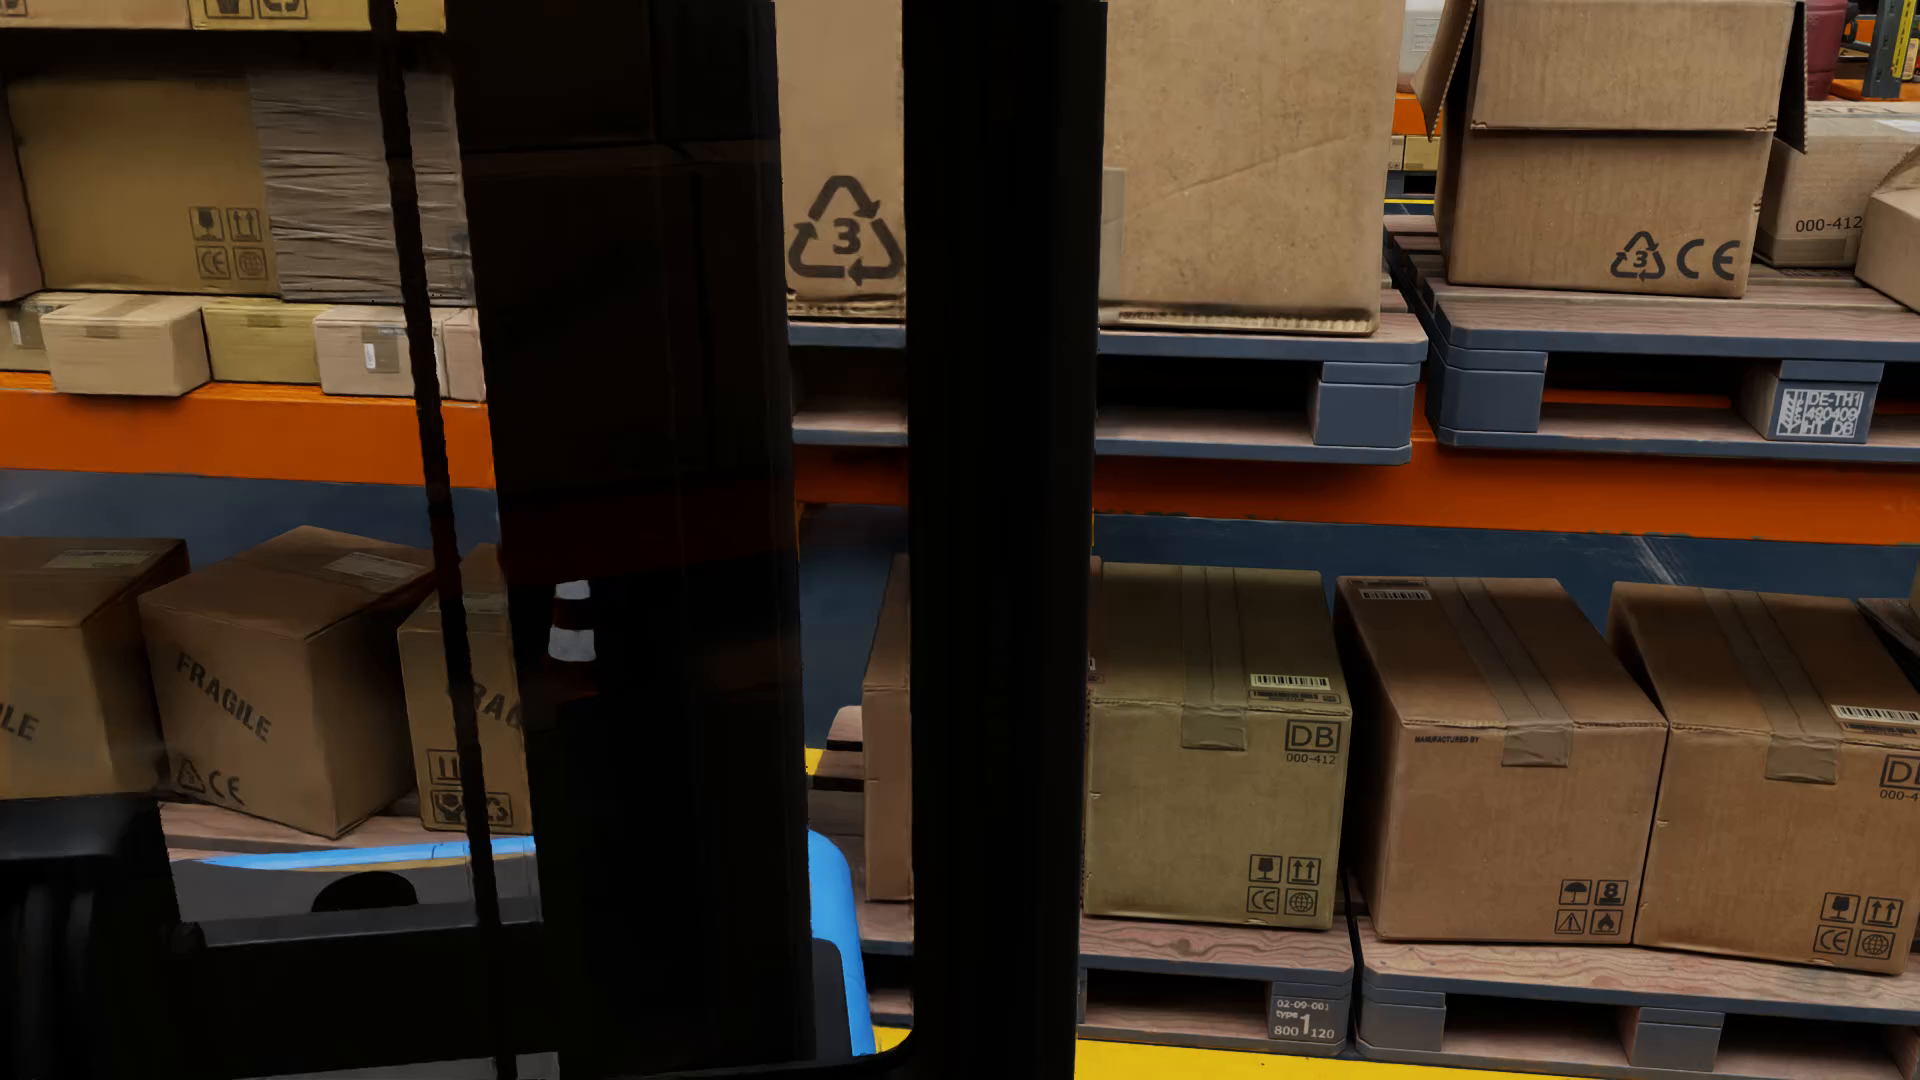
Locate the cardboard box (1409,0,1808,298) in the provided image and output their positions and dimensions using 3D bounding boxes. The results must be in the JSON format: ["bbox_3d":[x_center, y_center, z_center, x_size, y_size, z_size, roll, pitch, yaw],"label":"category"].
[{"bbox_3d":[1.192,-0.803,3.180,0.637,0.503,0.797,5,22,12],"label":"cardboard box"}]

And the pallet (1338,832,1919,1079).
[{"bbox_3d":[1.448,0.781,3.678,1.213,0.211,1.003,2,22,6],"label":"pallet"}]

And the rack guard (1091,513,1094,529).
[{"bbox_3d":[0.419,-0.098,5.848,0.087,0.250,0.587,2,22,6],"label":"rack guard"}]

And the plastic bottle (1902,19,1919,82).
[{"bbox_3d":[4.467,-2.320,7.888,0.133,0.283,0.061,2,22,6],"label":"plastic bottle"}]

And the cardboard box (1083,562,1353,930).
[{"bbox_3d":[0.539,0.419,3.603,0.500,0.500,0.700,2,22,6],"label":"cardboard box"}]

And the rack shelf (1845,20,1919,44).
[{"bbox_3d":[6.588,-3.624,12.004,4.000,0.370,1.077,2,22,6],"label":"rack shelf"}]

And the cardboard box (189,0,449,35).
[{"bbox_3d":[-1.019,-1.170,2.919,0.500,0.500,0.500,2,22,6],"label":"cardboard box"}]

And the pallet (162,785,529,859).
[{"bbox_3d":[-1.211,0.679,3.934,1.213,0.211,1.003,2,22,6],"label":"pallet"}]

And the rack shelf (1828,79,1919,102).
[{"bbox_3d":[6.001,-1.815,7.430,4.000,0.370,1.077,2,22,6],"label":"rack shelf"}]

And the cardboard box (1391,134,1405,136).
[{"bbox_3d":[3.035,-3.198,12.355,0.500,0.311,0.500,2,22,6],"label":"cardboard box"}]

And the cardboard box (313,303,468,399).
[{"bbox_3d":[-1.035,-0.401,3.215,0.250,0.149,0.380,2,22,6],"label":"cardboard box"}]

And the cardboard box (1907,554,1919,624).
[{"bbox_3d":[2.235,0.144,3.278,0.500,0.250,0.500,5,22,12],"label":"cardboard box"}]

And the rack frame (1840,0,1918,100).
[{"bbox_3d":[4.015,-2.236,7.517,0.127,3.000,1.000,2,22,6],"label":"rack frame"}]

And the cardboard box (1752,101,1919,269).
[{"bbox_3d":[1.795,-0.710,3.289,0.500,0.250,0.500,2,22,5],"label":"cardboard box"}]

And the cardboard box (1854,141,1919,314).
[{"bbox_3d":[1.744,-0.534,2.823,0.258,0.266,0.396,2,22,5],"label":"cardboard box"}]

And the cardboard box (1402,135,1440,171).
[{"bbox_3d":[3.538,-2.916,12.405,0.500,0.250,0.500,2,22,6],"label":"cardboard box"}]

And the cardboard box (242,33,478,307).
[{"bbox_3d":[-0.980,-0.828,3.414,0.500,0.500,0.875,2,22,6],"label":"cardboard box"}]

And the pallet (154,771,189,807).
[{"bbox_3d":[-2.426,0.628,4.065,1.213,0.211,1.003,2,22,6],"label":"pallet"}]

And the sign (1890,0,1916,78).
[{"bbox_3d":[3.957,-2.111,6.978,0.005,0.325,0.100,2,22,6],"label":"sign"}]

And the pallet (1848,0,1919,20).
[{"bbox_3d":[6.533,-3.873,11.918,1.213,0.211,1.003,2,22,6],"label":"pallet"}]

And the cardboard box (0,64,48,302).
[{"bbox_3d":[-1.980,-0.847,3.463,0.500,0.500,0.875,2,22,6],"label":"cardboard box"}]

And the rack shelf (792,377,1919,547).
[{"bbox_3d":[1.446,-0.180,3.294,4.000,0.370,1.077,2,22,6],"label":"rack shelf"}]

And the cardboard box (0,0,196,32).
[{"bbox_3d":[-1.516,-1.191,2.972,0.500,0.500,0.500,2,22,6],"label":"cardboard box"}]

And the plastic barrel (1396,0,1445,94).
[{"bbox_3d":[2.125,-2.301,7.495,0.433,0.535,0.433,0,22,0],"label":"plastic barrel"}]

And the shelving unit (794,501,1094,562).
[{"bbox_3d":[-0.076,-0.701,5.672,1.083,1.500,0.587,2,22,6],"label":"shelving unit"}]

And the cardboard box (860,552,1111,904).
[{"bbox_3d":[0.067,0.391,3.672,0.500,0.500,0.700,1,22,2],"label":"cardboard box"}]

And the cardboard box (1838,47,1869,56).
[{"bbox_3d":[8.492,-4.857,16.497,0.750,0.750,0.750,3,22,7],"label":"cardboard box"}]

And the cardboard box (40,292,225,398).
[{"bbox_3d":[-1.538,-0.403,3.222,0.250,0.149,0.380,2,22,6],"label":"cardboard box"}]

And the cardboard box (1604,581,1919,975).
[{"bbox_3d":[1.648,0.467,3.481,0.500,0.500,0.700,4,22,11],"label":"cardboard box"}]

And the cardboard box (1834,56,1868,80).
[{"bbox_3d":[6.631,-3.437,12.336,0.500,0.250,0.500,2,22,5],"label":"cardboard box"}]

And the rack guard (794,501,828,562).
[{"bbox_3d":[-0.570,-0.141,5.957,0.087,0.250,0.587,2,22,6],"label":"rack guard"}]

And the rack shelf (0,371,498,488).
[{"bbox_3d":[-2.526,-0.353,3.732,4.000,0.370,1.077,2,22,6],"label":"rack shelf"}]

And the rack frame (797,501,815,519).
[{"bbox_3d":[-0.590,-0.723,5.729,0.032,1.500,0.500,2,22,6],"label":"rack frame"}]

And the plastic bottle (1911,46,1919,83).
[{"bbox_3d":[4.579,-2.271,7.874,0.097,0.201,0.097,0,22,0],"label":"plastic bottle"}]

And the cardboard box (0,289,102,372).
[{"bbox_3d":[-1.771,-0.462,3.371,0.250,0.149,0.380,2,22,6],"label":"cardboard box"}]

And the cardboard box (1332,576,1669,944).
[{"bbox_3d":[1.094,0.443,3.542,0.500,0.500,0.700,1,22,2],"label":"cardboard box"}]

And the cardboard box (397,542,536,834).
[{"bbox_3d":[-0.933,0.334,3.844,0.500,0.500,0.500,2,22,5],"label":"cardboard box"}]

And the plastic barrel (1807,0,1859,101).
[{"bbox_3d":[3.519,-2.209,7.263,0.708,0.536,0.600,2,22,6],"label":"plastic barrel"}]

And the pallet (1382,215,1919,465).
[{"bbox_3d":[1.461,-0.410,3.157,1.213,0.211,1.003,2,22,6],"label":"pallet"}]

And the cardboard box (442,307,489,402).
[{"bbox_3d":[-0.788,-0.386,3.179,0.250,0.149,0.380,2,22,6],"label":"cardboard box"}]

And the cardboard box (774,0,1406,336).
[{"bbox_3d":[0.232,-0.990,2.977,1.000,1.000,1.000,3,22,7],"label":"cardboard box"}]

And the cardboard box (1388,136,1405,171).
[{"bbox_3d":[3.039,-2.939,12.462,0.500,0.250,0.500,3,22,8],"label":"cardboard box"}]

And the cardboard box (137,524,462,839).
[{"bbox_3d":[-1.502,0.312,3.899,0.500,0.500,0.500,10,24,23],"label":"cardboard box"}]

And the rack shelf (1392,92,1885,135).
[{"bbox_3d":[2.029,-1.988,7.868,4.000,0.370,1.077,2,22,6],"label":"rack shelf"}]

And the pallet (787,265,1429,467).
[{"bbox_3d":[0.202,-0.426,3.198,1.213,0.211,1.003,2,22,6],"label":"pallet"}]

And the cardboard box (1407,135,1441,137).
[{"bbox_3d":[3.536,-3.175,12.297,0.500,0.311,0.500,2,22,5],"label":"cardboard box"}]

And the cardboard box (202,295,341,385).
[{"bbox_3d":[-1.277,-0.433,3.298,0.250,0.149,0.380,2,22,6],"label":"cardboard box"}]

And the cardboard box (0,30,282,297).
[{"bbox_3d":[-1.472,-0.863,3.501,0.500,0.500,0.875,2,22,6],"label":"cardboard box"}]

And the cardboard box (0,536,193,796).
[{"bbox_3d":[-2.128,0.314,3.895,0.500,0.500,0.500,1,22,1],"label":"cardboard box"}]

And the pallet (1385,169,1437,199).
[{"bbox_3d":[3.789,-2.798,12.730,1.213,0.211,1.003,2,22,6],"label":"pallet"}]

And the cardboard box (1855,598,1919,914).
[{"bbox_3d":[2.212,0.489,3.425,0.500,0.500,0.700,1,22,2],"label":"cardboard box"}]

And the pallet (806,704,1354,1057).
[{"bbox_3d":[0.233,0.729,3.809,1.213,0.211,1.003,2,22,6],"label":"pallet"}]
